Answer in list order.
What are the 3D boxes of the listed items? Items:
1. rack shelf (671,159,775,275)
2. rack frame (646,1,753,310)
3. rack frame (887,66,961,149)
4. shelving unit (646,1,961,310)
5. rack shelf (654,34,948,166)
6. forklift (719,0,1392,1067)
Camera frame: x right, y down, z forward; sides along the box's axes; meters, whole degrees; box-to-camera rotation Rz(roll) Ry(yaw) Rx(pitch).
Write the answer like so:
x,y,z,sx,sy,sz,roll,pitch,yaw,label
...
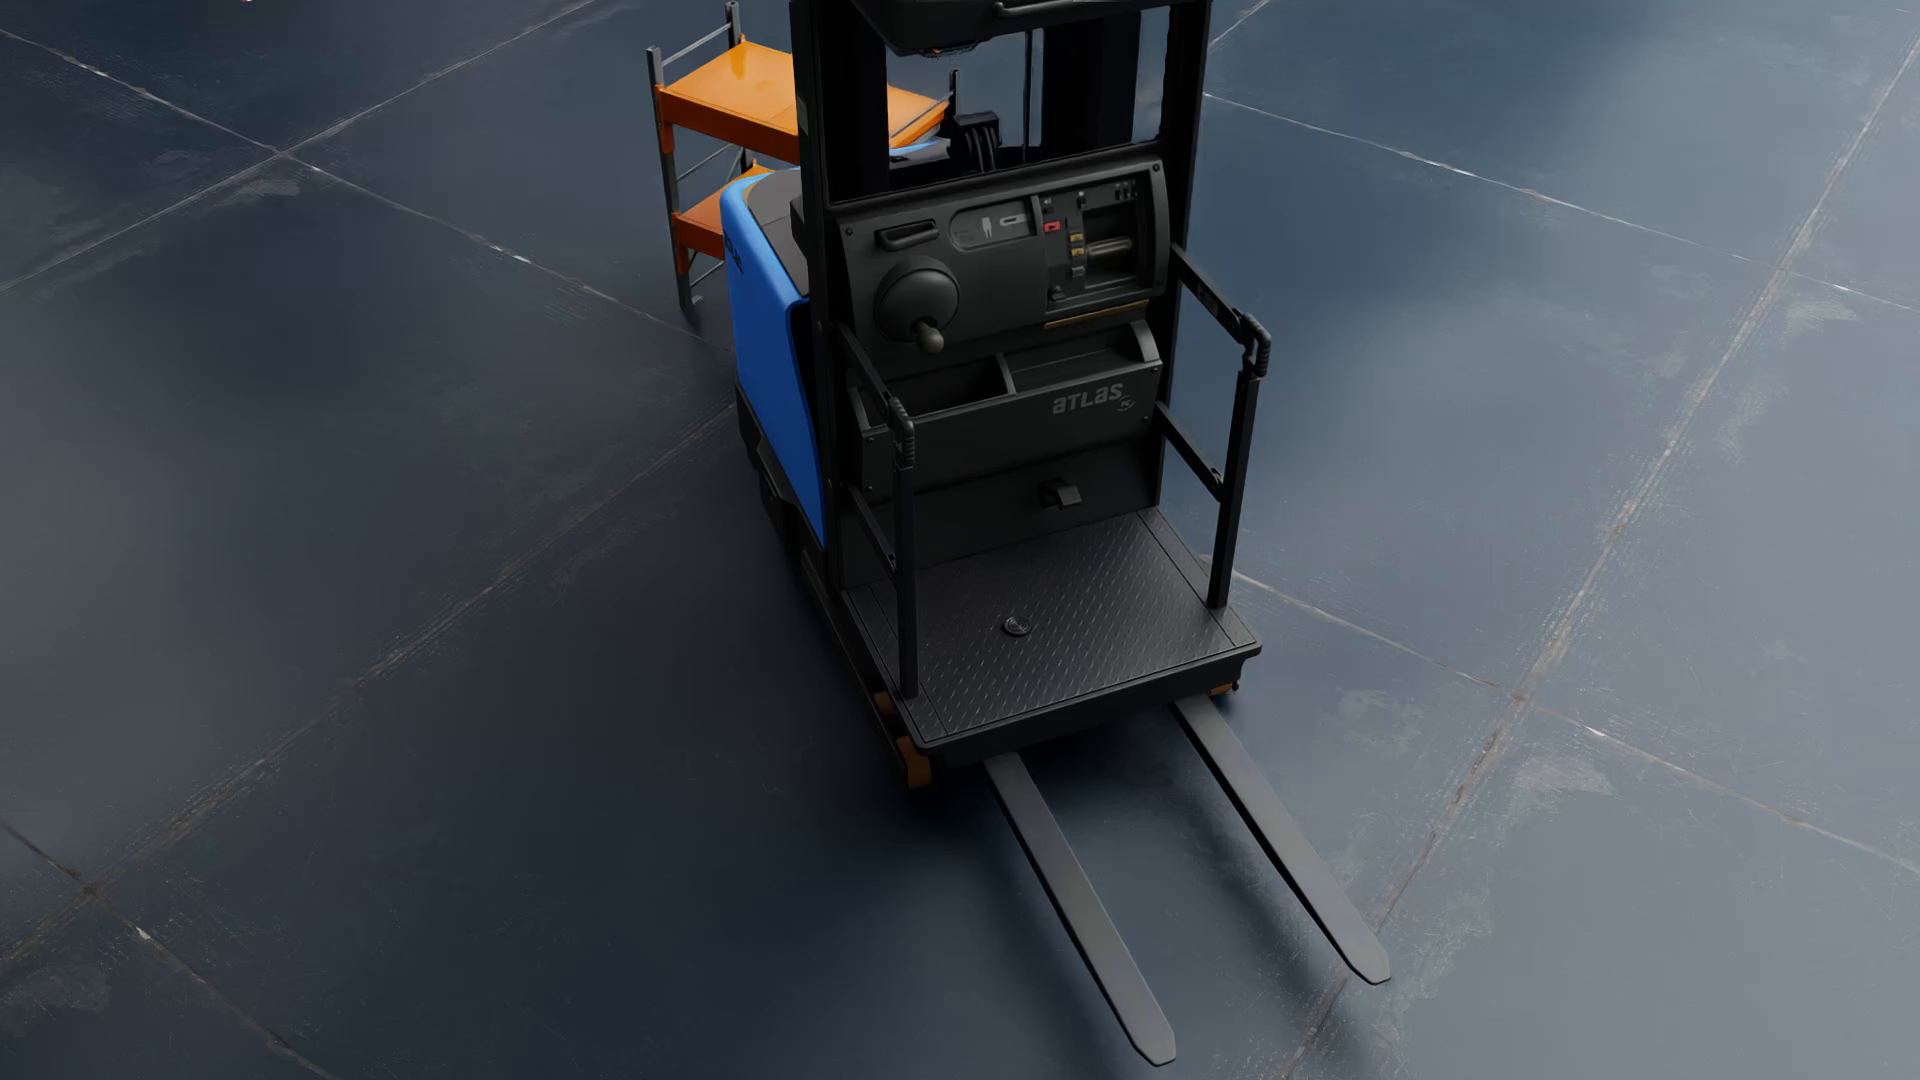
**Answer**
x,y,z,sx,sy,sz,roll,pitch,yaw,label
-0.570,-1.135,6.539,1.000,0.278,0.538,23,47,24,rack shelf
-0.997,-1.502,6.582,0.032,1.125,0.500,23,47,24,rack frame
-0.143,-1.133,6.170,0.032,1.125,0.500,23,47,24,rack frame
-0.570,-1.318,6.376,1.048,1.125,0.538,23,47,24,shelving unit
-0.570,-1.536,6.181,1.000,0.278,0.538,23,47,24,rack shelf
0.214,-0.679,4.307,1.130,2.935,3.031,-15,44,-16,forklift
